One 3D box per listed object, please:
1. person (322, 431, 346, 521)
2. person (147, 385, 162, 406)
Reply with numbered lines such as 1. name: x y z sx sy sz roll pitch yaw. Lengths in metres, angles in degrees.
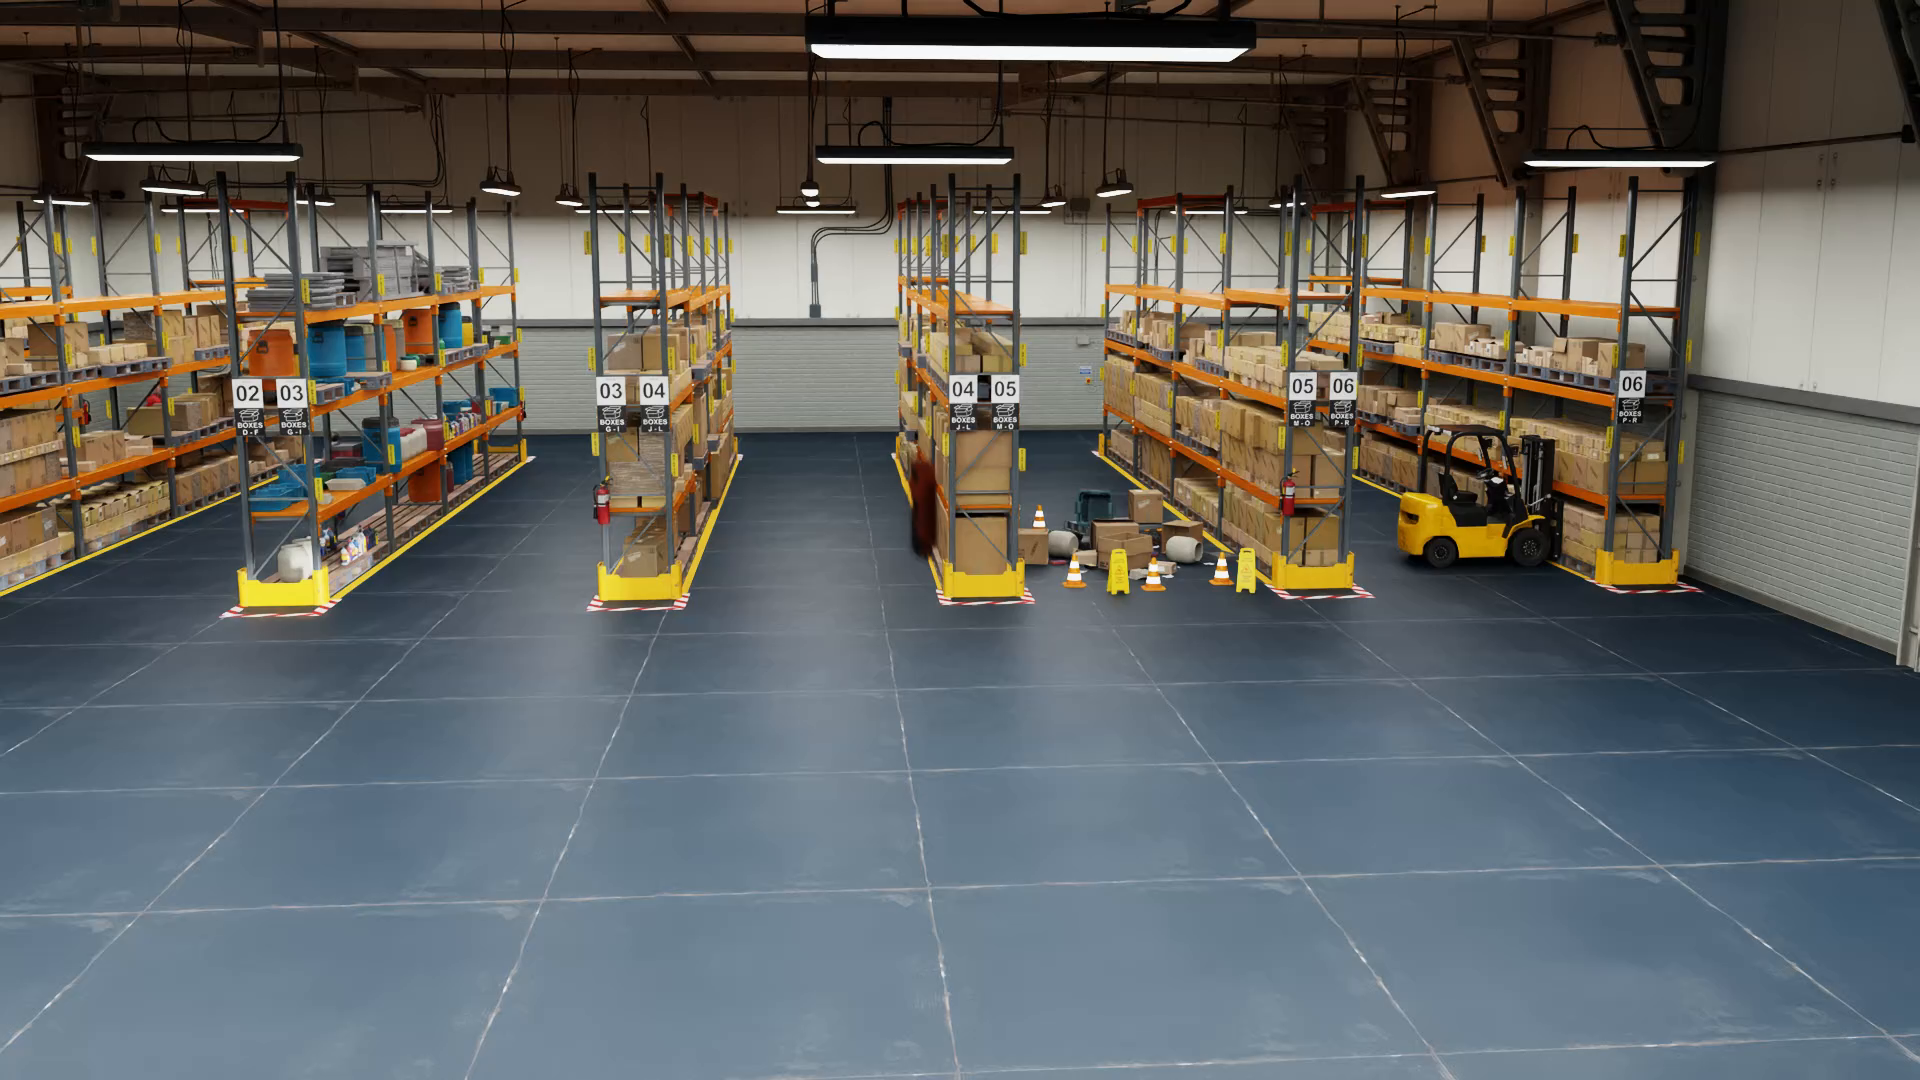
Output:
1. person: -11.619 -1.177 30.671 0.667 1.656 0.585 -9 13 -40
2. person: -19.667 -2.981 40.767 1.099 1.663 0.533 3 10 15
